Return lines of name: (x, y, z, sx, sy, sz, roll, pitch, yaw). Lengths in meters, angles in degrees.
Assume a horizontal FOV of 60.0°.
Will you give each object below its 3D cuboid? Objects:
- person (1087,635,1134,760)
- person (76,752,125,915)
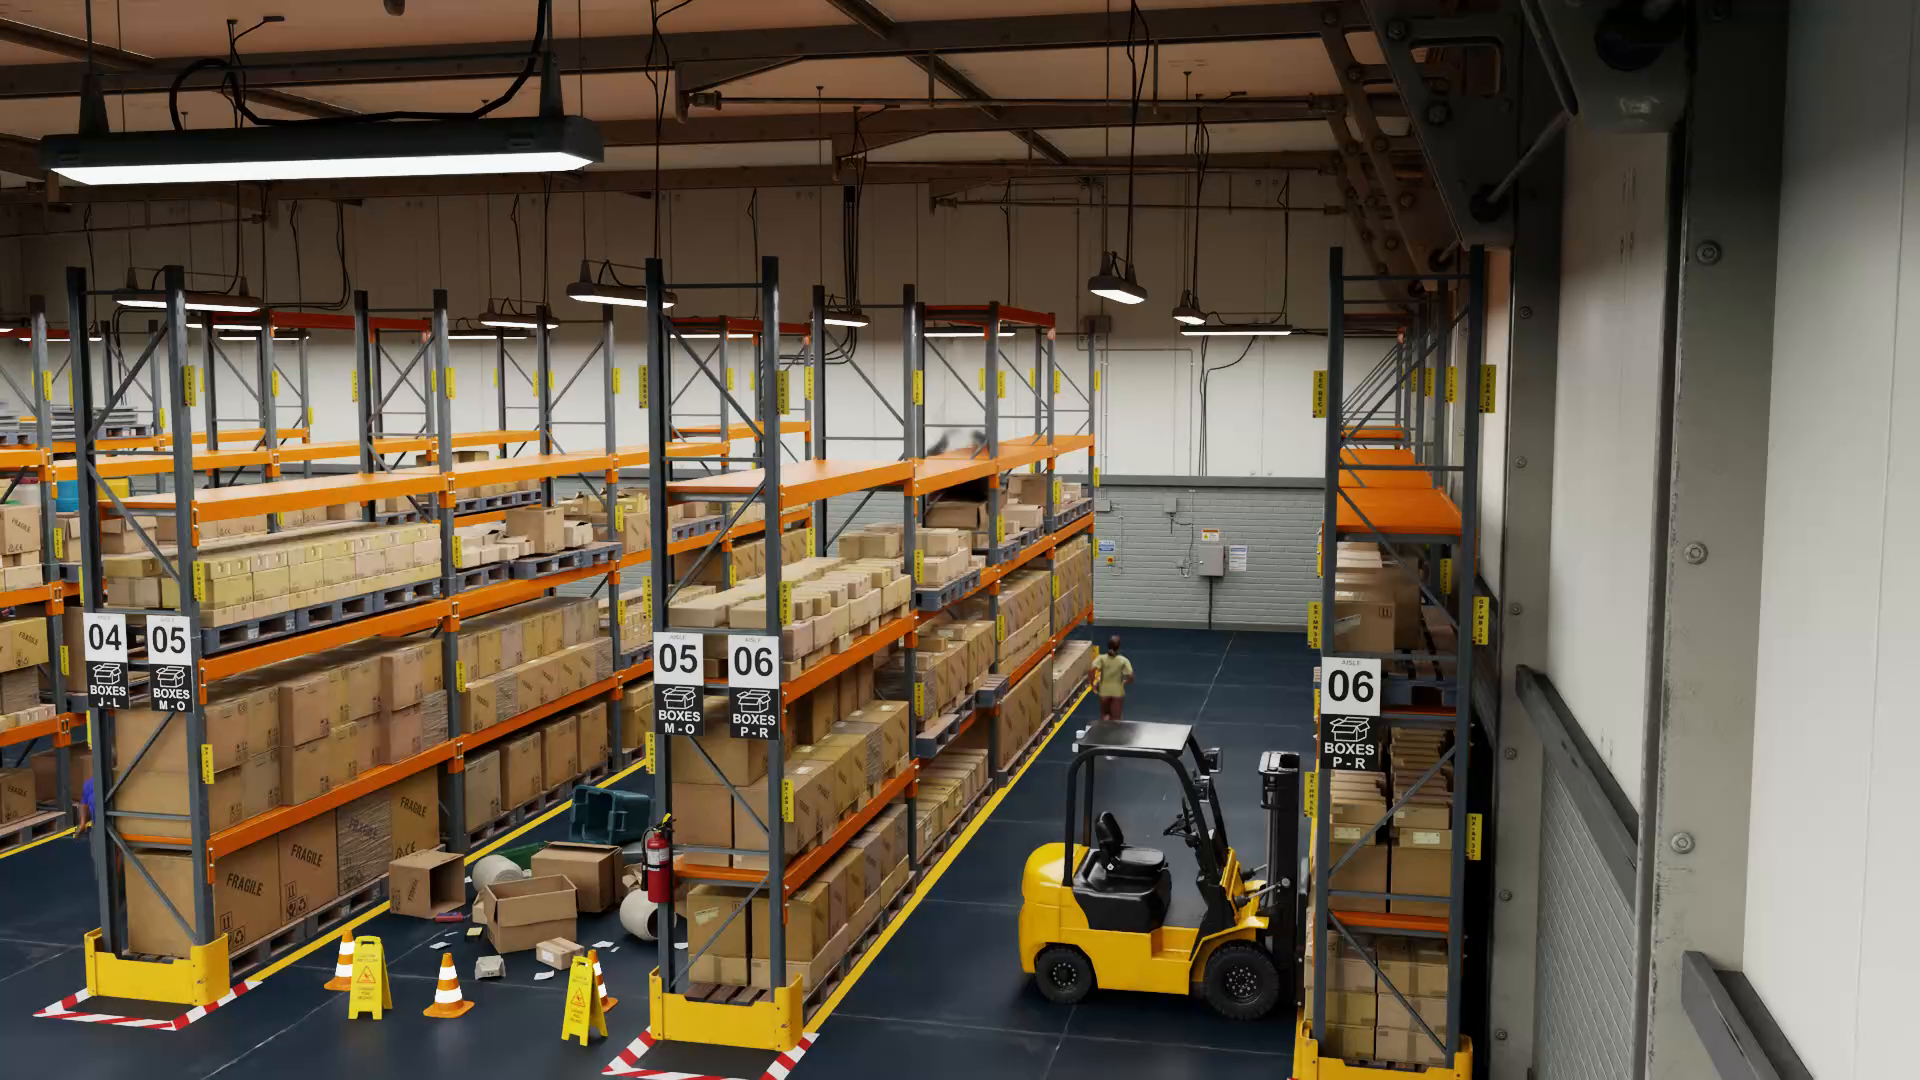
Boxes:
person: (1.993, 2.047, 21.865, 0.587, 1.627, 0.596, 1, 6, 13)
person: (-8.050, 2.778, 15.829, 0.561, 1.617, 0.681, -1, 6, -11)
